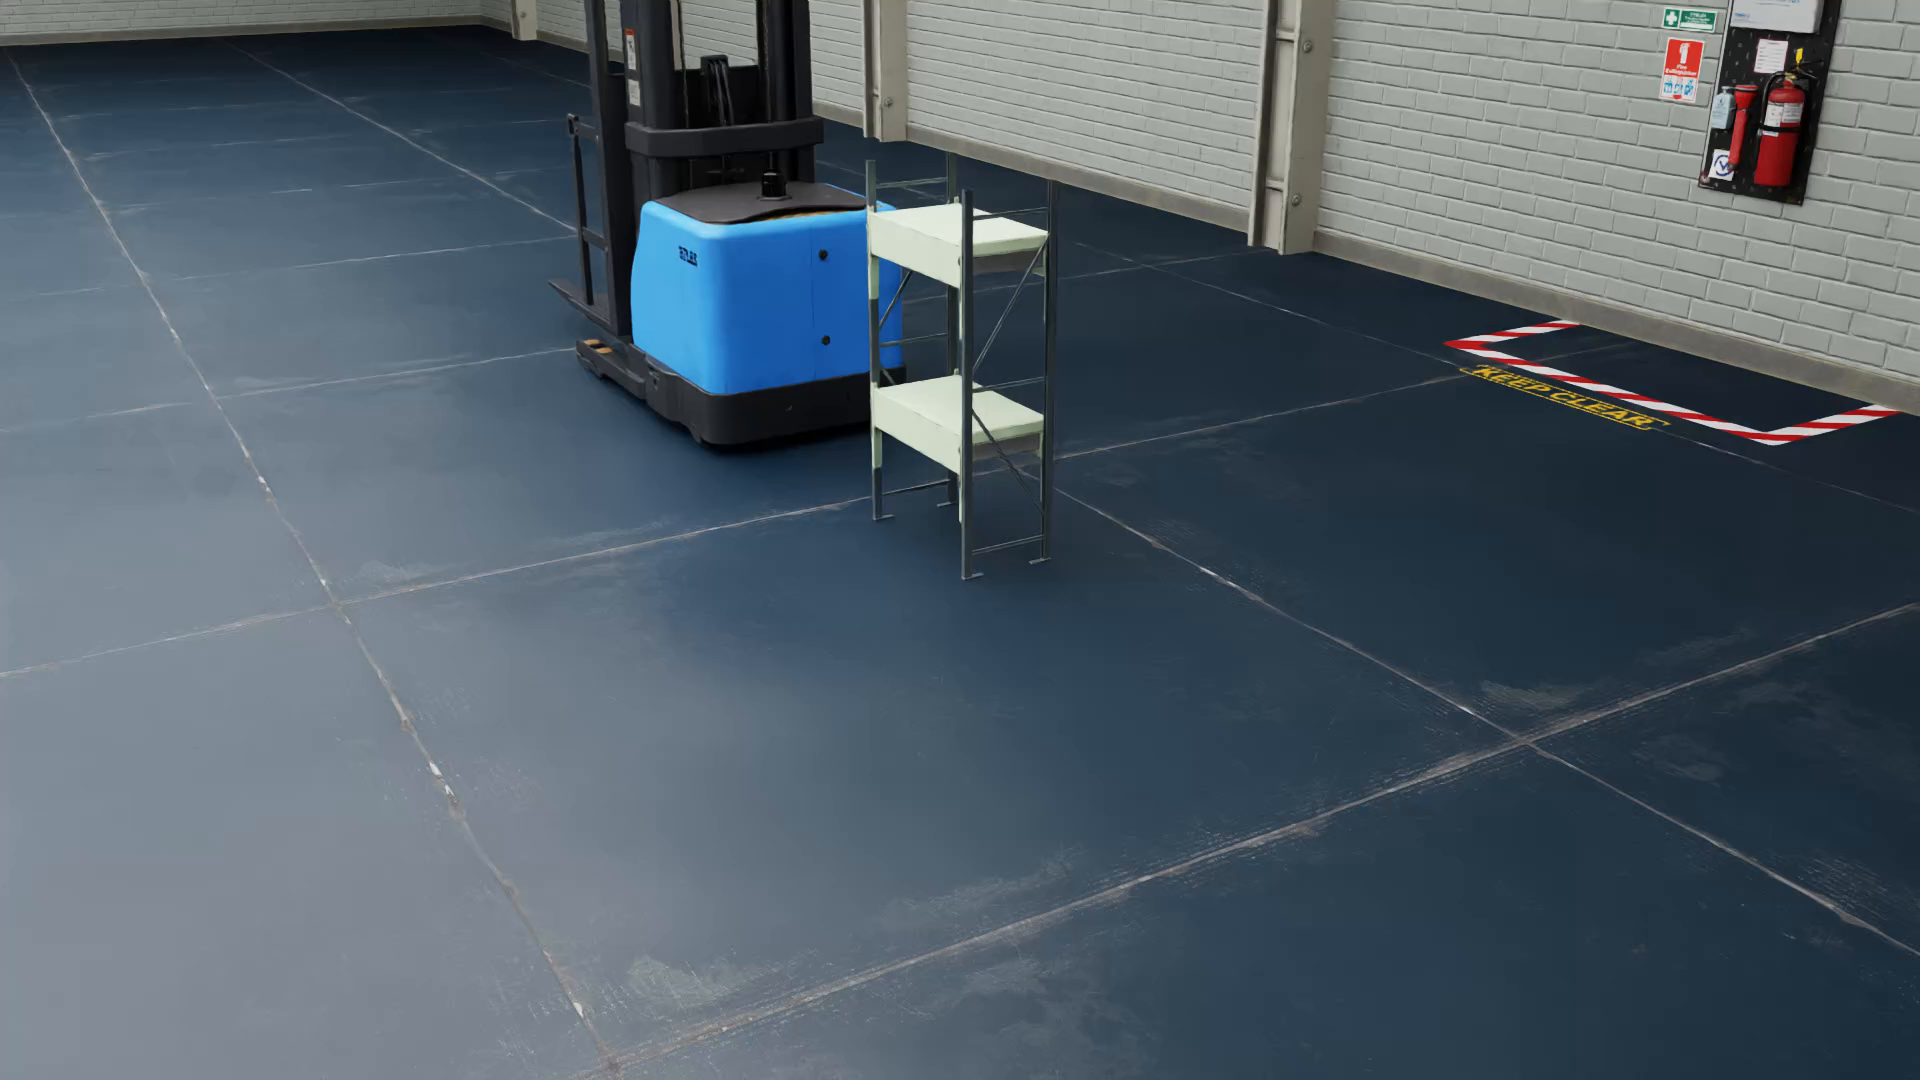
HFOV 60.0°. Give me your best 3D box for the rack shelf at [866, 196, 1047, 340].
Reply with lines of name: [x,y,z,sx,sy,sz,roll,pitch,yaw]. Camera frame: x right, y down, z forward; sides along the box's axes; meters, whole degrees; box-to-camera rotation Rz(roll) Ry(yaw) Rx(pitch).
rack shelf: [-0.003,-1.058,6.387,0.431,0.370,0.720,-13,25,-28]

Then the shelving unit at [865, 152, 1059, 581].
shelving unit: [-0.003,-0.697,6.534,0.431,1.500,0.755,-13,25,-28]

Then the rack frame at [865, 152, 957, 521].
rack frame: [-0.190,-0.815,6.826,0.400,1.500,0.023,-13,25,-28]

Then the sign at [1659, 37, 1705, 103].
sign: [3.960,-2.580,9.127,0.001,0.329,0.234,-13,25,-28]

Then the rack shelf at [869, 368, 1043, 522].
rack shelf: [-0.003,-0.395,6.657,0.431,0.370,0.720,-13,25,-28]

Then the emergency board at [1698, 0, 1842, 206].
emergency board: [4.153,-2.364,8.645,0.194,1.169,0.643,-13,25,-28]

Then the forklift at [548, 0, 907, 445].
forklift: [-1.445,-2.307,8.595,1.130,2.935,3.031,-13,25,-28]

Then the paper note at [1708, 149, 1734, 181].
paper note: [4.122,-2.027,8.984,0.016,0.148,0.142,-13,25,-28]

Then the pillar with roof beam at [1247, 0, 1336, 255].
pillar with roof beam: [-1.383,-5.450,8.270,9.100,9.000,0.400,-13,25,-28]

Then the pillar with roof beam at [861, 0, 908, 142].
pillar with roof beam: [-4.448,-7.393,13.049,9.100,9.000,0.400,-13,25,-28]

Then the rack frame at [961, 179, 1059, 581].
rack frame: [0.184,-0.578,6.243,0.400,1.500,0.023,-13,25,-28]

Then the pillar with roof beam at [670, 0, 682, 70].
pillar with roof beam: [-7.513,-9.335,17.827,9.100,9.000,0.400,-13,25,-28]

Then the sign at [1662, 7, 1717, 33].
sign: [3.954,-2.822,9.019,0.001,0.109,0.331,-13,25,-28]

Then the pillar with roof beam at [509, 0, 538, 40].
pillar with roof beam: [-10.578,-11.277,22.606,9.100,9.000,0.400,-13,25,-28]
